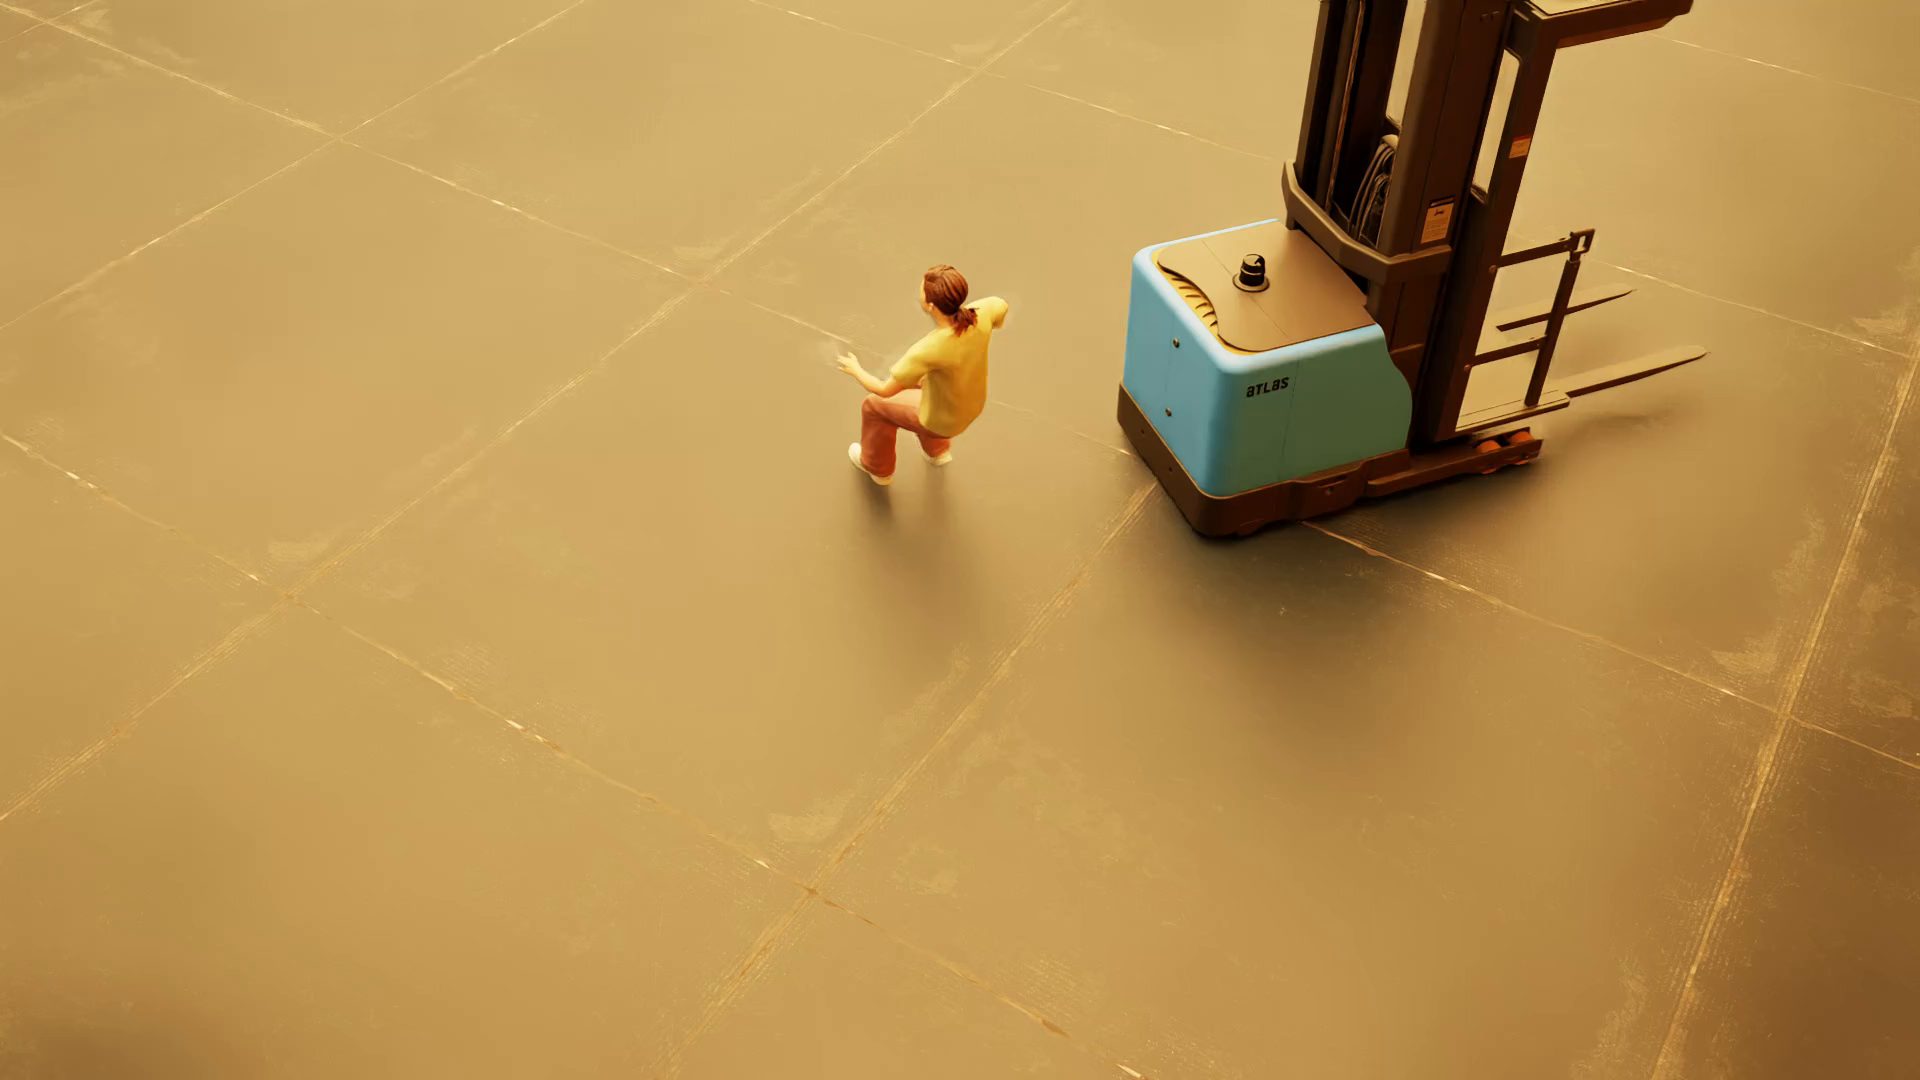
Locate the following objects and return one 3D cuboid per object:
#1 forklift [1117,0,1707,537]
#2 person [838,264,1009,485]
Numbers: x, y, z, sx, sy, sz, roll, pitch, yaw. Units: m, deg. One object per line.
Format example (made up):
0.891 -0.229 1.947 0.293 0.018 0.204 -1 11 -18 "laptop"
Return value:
2.374 -1.720 7.662 3.031 2.935 1.130 -15 45 -15 "forklift"
-0.236 -0.748 7.682 0.836 1.436 0.800 25 49 24 "person"
